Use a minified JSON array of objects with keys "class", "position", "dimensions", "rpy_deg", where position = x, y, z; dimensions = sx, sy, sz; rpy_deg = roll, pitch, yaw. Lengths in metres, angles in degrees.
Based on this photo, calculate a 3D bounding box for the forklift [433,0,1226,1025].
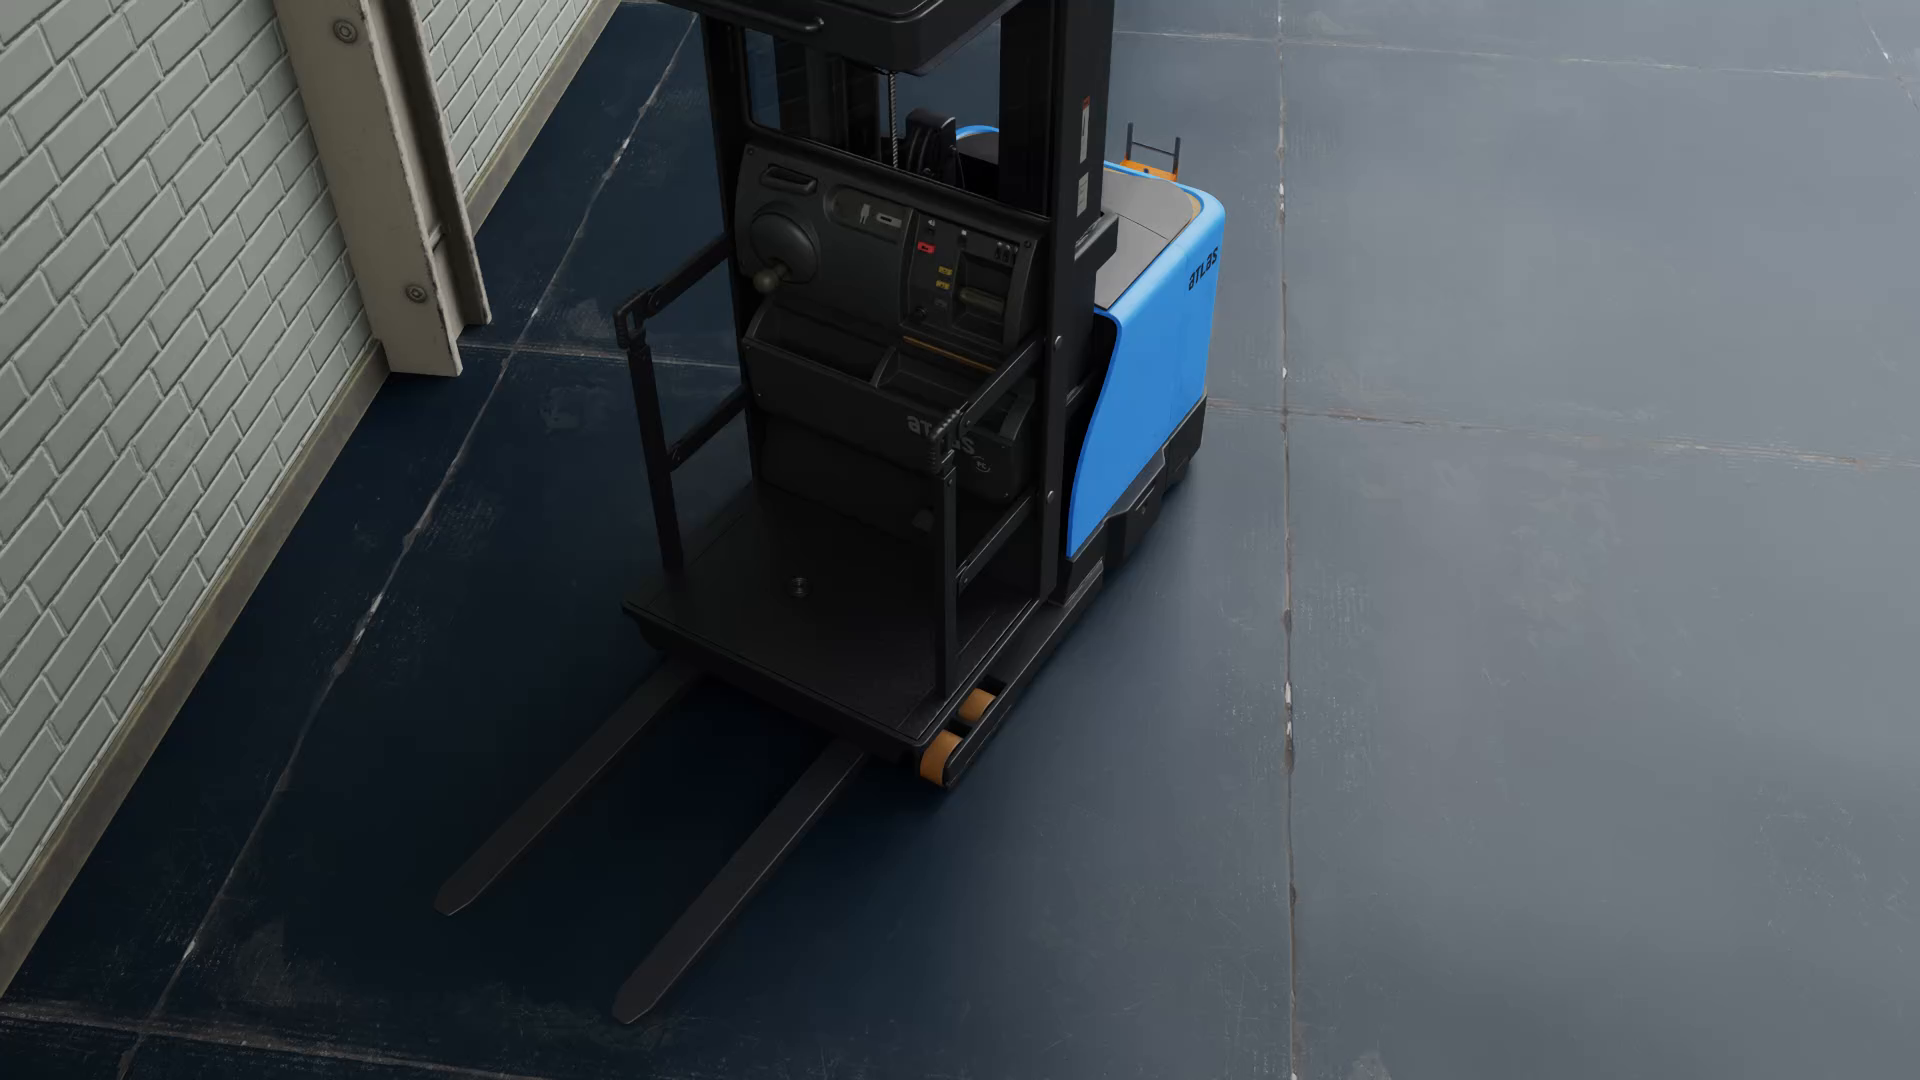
[{"class":"forklift","position":[-0.325,-0.699,4.357],"dimensions":[1.130,2.935,3.031],"rpy_deg":[23,48,22]}]

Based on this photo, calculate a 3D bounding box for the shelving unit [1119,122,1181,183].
[{"class":"shelving unit","position":[0.605,-0.955,5.995],"dimensions":[0.215,1.050,0.252],"rpy_deg":[23,48,22]}]

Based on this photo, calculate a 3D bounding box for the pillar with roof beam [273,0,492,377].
[{"class":"pillar with roof beam","position":[2.204,-3.655,3.066],"dimensions":[9.100,9.000,0.400],"rpy_deg":[5,44,6]}]

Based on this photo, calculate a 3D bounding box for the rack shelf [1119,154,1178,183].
[{"class":"rack shelf","position":[0.605,-1.154,5.807],"dimensions":[0.215,0.259,0.240],"rpy_deg":[23,48,22]}]

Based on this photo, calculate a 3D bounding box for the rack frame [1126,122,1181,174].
[{"class":"rack frame","position":[0.668,-1.027,6.071],"dimensions":[0.200,1.050,0.008],"rpy_deg":[23,48,22]}]

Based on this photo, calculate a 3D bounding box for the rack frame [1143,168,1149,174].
[{"class":"rack frame","position":[0.541,-0.884,5.920],"dimensions":[0.200,1.050,0.008],"rpy_deg":[23,48,22]}]
